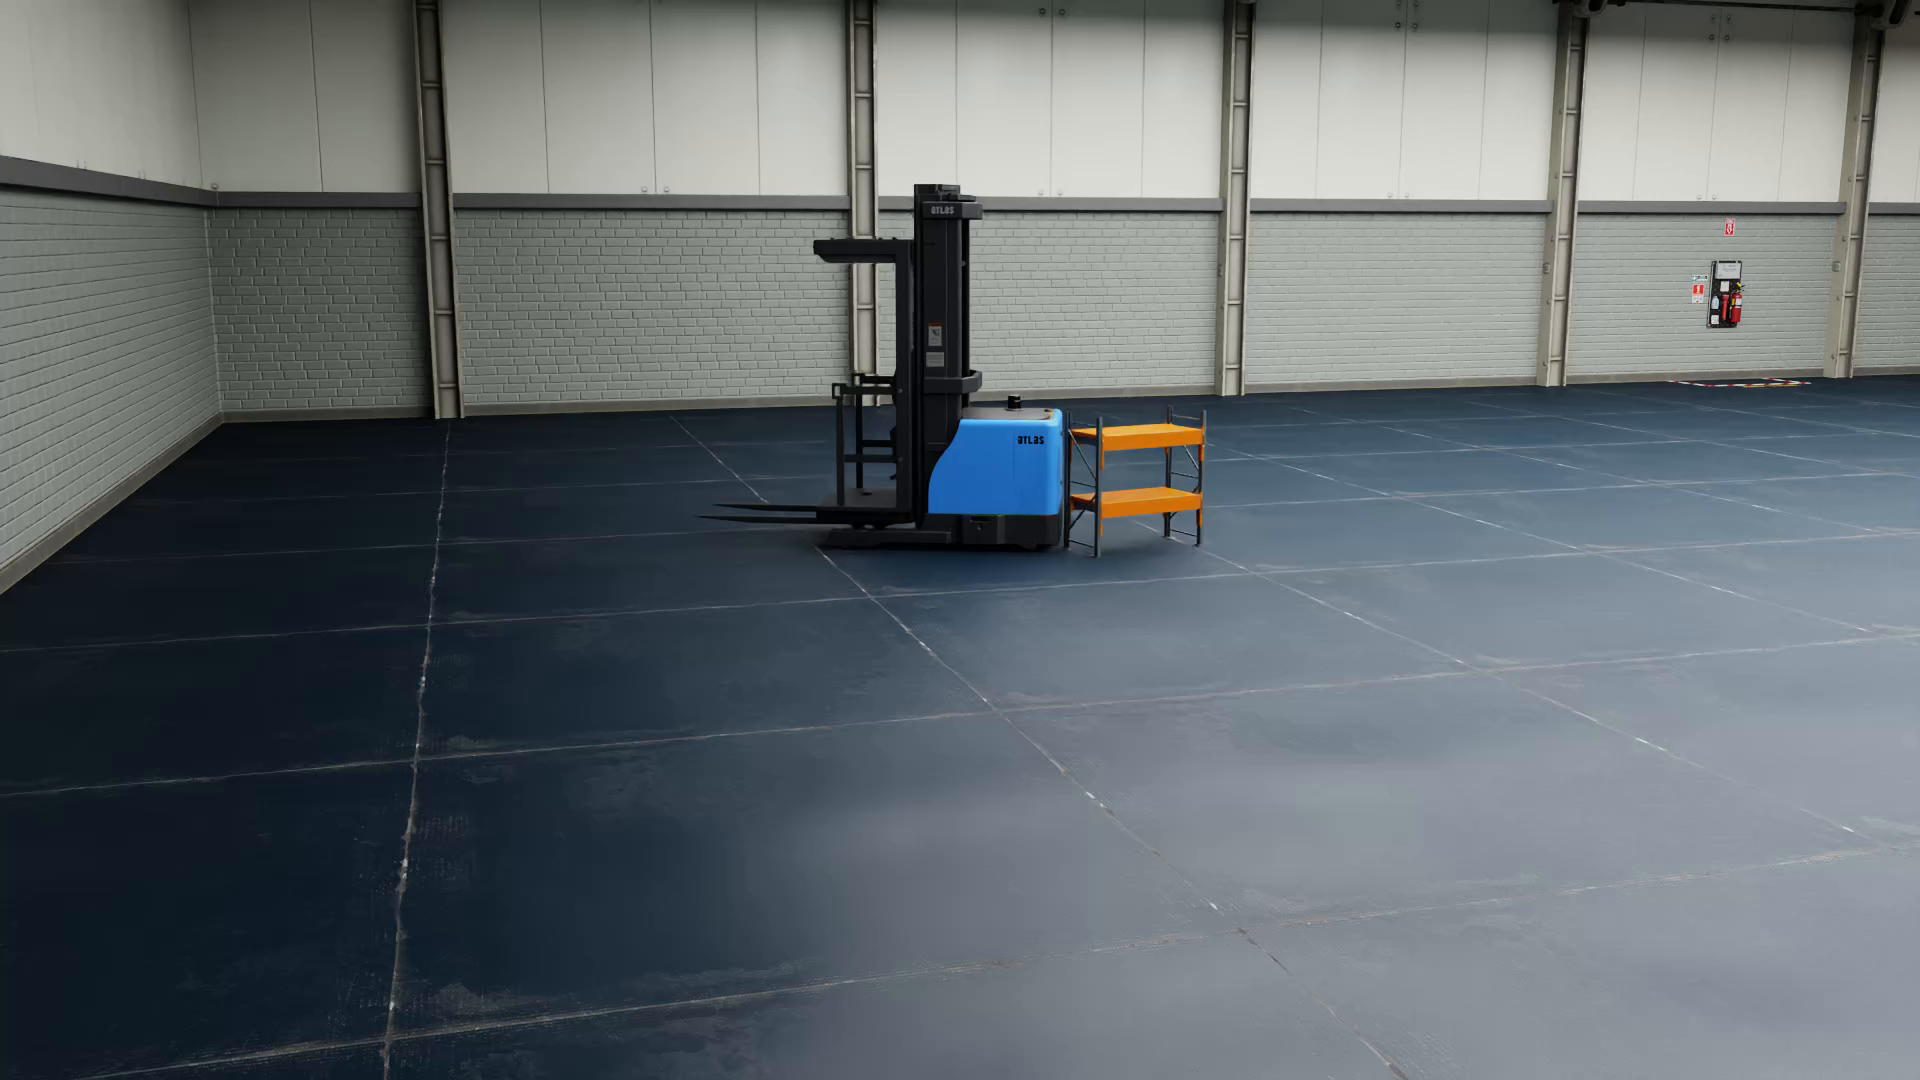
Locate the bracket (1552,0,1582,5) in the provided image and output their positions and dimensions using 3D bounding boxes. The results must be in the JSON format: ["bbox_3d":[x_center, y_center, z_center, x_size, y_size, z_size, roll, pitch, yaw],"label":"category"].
[{"bbox_3d":[9.788,-8.755,26.809,0.430,0.232,0.235,-3,11,-16],"label":"bracket"}]

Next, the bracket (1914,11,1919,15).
[{"bbox_3d":[18.820,-9.231,29.395,4.783,0.066,0.076,-3,11,-16],"label":"bracket"}]

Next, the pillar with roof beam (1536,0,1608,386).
[{"bbox_3d":[11.291,-6.319,23.519,0.548,9.000,9.100,-3,11,-16],"label":"pillar with roof beam"}]

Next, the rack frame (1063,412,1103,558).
[{"bbox_3d":[0.985,-0.447,13.368,0.032,1.125,0.500,-6,12,-29],"label":"rack frame"}]

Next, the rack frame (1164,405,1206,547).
[{"bbox_3d":[1.873,-0.537,13.855,0.032,1.125,0.500,-6,12,-29],"label":"rack frame"}]

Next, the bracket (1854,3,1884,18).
[{"bbox_3d":[15.549,-9.059,28.458,0.430,0.232,0.235,-3,11,-16],"label":"bracket"}]

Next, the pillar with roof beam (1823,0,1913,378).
[{"bbox_3d":[17.052,-6.623,25.168,0.548,9.000,9.100,-3,11,-16],"label":"pillar with roof beam"}]

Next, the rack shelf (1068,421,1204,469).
[{"bbox_3d":[1.429,-0.780,13.559,1.000,0.278,0.538,-6,12,-29],"label":"rack shelf"}]

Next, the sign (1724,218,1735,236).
[{"bbox_3d":[13.429,-5.460,29.015,0.199,0.298,0.001,-3,11,-16],"label":"sign"}]

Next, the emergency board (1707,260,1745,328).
[{"bbox_3d":[13.465,-4.303,29.133,0.643,1.169,0.194,-3,11,-16],"label":"emergency board"}]

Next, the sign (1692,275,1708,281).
[{"bbox_3d":[12.912,-4.569,29.020,0.331,0.109,0.001,-3,11,-16],"label":"sign"}]

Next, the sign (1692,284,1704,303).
[{"bbox_3d":[12.905,-4.310,29.076,0.234,0.329,0.001,-3,11,-16],"label":"sign"}]

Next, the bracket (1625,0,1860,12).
[{"bbox_3d":[13.059,-8.928,27.745,4.783,0.066,0.076,-3,11,-16],"label":"bracket"}]

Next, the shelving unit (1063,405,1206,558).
[{"bbox_3d":[1.429,-0.492,13.612,1.048,1.125,0.538,-6,12,-29],"label":"shelving unit"}]

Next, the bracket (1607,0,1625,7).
[{"bbox_3d":[10.585,-8.797,27.037,0.430,0.232,0.235,-3,11,-16],"label":"bracket"}]

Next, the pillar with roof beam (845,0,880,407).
[{"bbox_3d":[-0.231,-5.712,20.221,0.400,9.000,9.100,-3,11,-16],"label":"pillar with roof beam"}]

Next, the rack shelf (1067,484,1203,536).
[{"bbox_3d":[1.429,-0.251,13.656,1.000,0.278,0.538,-6,12,-29],"label":"rack shelf"}]

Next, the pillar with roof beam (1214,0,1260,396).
[{"bbox_3d":[5.530,-6.016,21.870,0.548,9.000,9.100,-3,11,-16],"label":"pillar with roof beam"}]

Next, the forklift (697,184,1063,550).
[{"bbox_3d":[-0.660,-1.453,13.844,3.031,2.935,1.130,1,10,5],"label":"forklift"}]

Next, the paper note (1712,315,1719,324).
[{"bbox_3d":[13.276,-3.872,29.230,0.142,0.148,0.016,-3,11,-16],"label":"paper note"}]

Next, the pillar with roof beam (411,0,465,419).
[{"bbox_3d":[-5.992,-5.409,18.571,0.400,9.000,9.100,-3,11,-16],"label":"pillar with roof beam"}]
